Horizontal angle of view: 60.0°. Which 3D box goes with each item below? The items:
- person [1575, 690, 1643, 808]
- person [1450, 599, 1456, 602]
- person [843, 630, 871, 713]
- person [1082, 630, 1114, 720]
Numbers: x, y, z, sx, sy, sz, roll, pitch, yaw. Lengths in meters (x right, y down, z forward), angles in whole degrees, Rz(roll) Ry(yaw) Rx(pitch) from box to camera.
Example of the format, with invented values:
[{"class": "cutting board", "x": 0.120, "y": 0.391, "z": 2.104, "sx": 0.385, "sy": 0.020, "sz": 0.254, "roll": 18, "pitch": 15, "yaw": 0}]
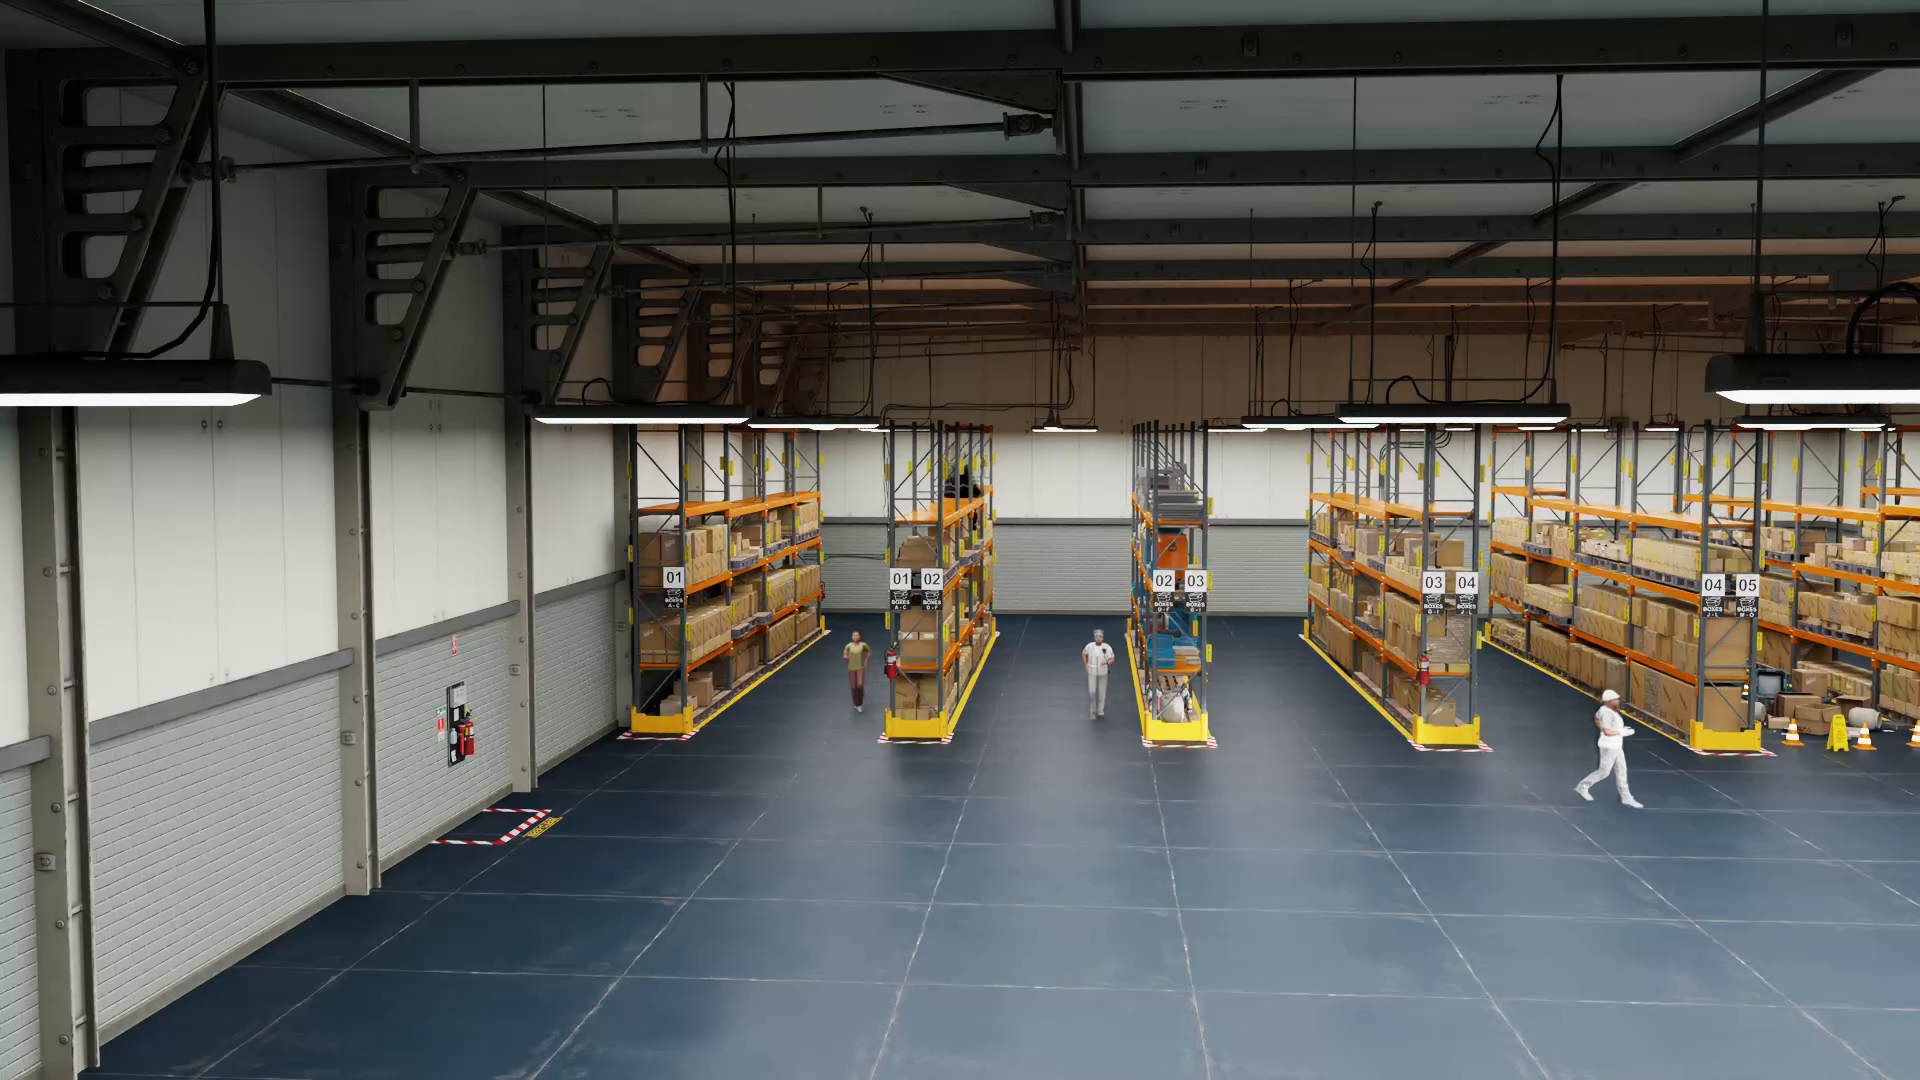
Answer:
[{"class": "person", "x": 9.984, "y": 3.189, "z": 25.497, "sx": 0.939, "sy": 1.787, "sz": 0.682, "roll": 2, "pitch": 4, "yaw": 31}, {"class": "person", "x": 13.950, "y": 1.863, "z": 47.435, "sx": 0.998, "sy": 1.696, "sz": 0.864, "roll": 0, "pitch": 4, "yaw": 1}, {"class": "person", "x": -2.139, "y": 2.714, "z": 34.396, "sx": 0.558, "sy": 1.701, "sz": 0.670, "roll": 0, "pitch": 4, "yaw": 3}, {"class": "person", "x": 2.792, "y": 2.727, "z": 33.613, "sx": 0.651, "sy": 1.855, "sz": 0.701, "roll": 0, "pitch": 4, "yaw": 6}]
